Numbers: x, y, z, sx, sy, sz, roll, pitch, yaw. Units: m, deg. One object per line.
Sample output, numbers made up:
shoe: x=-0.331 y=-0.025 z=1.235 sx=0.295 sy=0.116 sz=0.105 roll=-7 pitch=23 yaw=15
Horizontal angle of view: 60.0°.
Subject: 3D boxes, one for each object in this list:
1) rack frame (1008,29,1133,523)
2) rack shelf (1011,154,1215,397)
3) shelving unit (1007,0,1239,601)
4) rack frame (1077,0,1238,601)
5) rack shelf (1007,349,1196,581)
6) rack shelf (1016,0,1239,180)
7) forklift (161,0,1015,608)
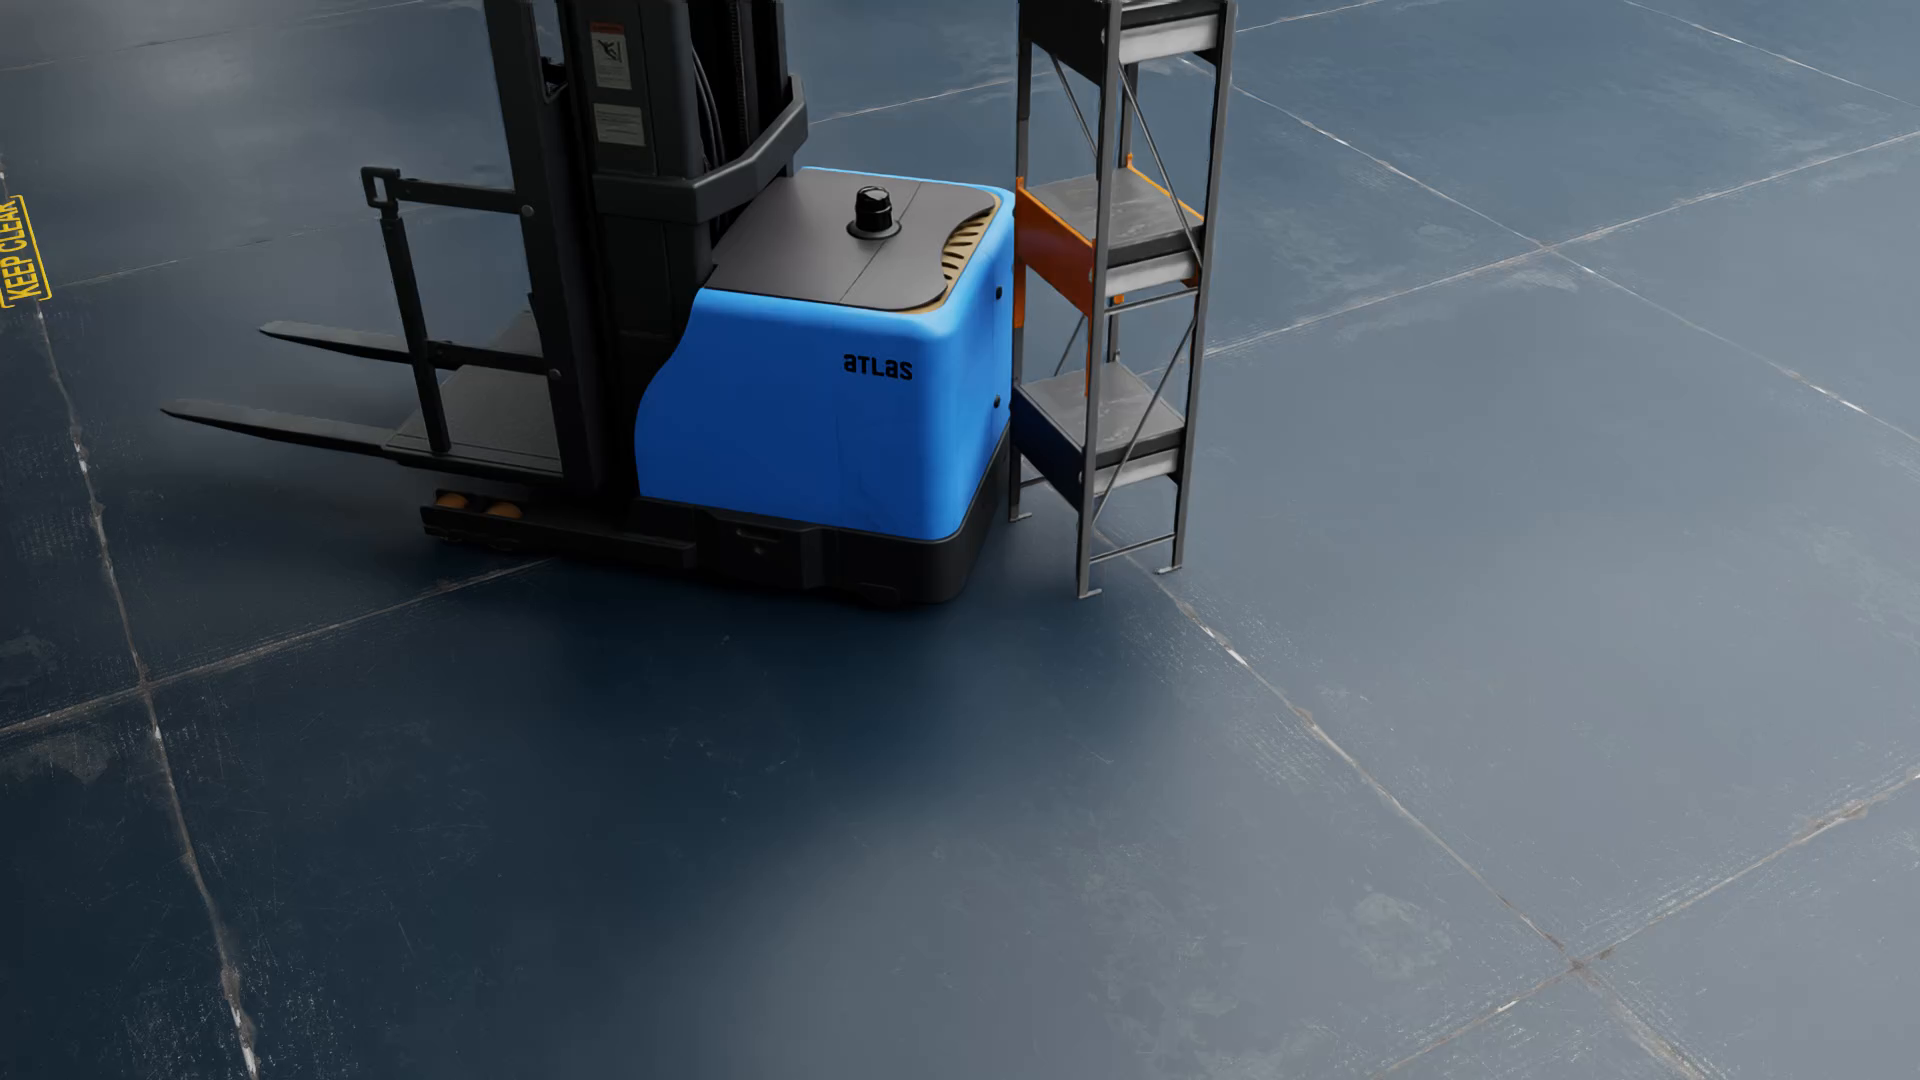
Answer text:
rack frame: x=0.352 y=-0.962 z=5.287 sx=0.400 sy=2.100 sz=0.015 roll=-16 pitch=39 yaw=-21
rack shelf: x=0.459 y=-0.822 z=5.118 sx=0.431 sy=0.518 sz=0.480 roll=-16 pitch=39 yaw=-21
shelving unit: x=0.459 y=-0.833 z=5.110 sx=0.431 sy=2.100 sz=0.503 roll=-16 pitch=39 yaw=-21
rack frame: x=0.567 y=-0.703 z=4.933 sx=0.400 sy=2.100 sz=0.015 roll=-16 pitch=39 yaw=-21
rack shelf: x=0.459 y=-0.256 z=5.531 sx=0.431 sy=0.518 sz=0.480 roll=-16 pitch=39 yaw=-21
rack shelf: x=0.459 y=-1.387 z=4.705 sx=0.431 sy=0.518 sz=0.480 roll=-16 pitch=39 yaw=-21
forklift: x=-1.348 y=-1.437 z=5.232 sx=3.031 sy=2.935 sz=1.130 roll=9 pitch=37 yaw=12
